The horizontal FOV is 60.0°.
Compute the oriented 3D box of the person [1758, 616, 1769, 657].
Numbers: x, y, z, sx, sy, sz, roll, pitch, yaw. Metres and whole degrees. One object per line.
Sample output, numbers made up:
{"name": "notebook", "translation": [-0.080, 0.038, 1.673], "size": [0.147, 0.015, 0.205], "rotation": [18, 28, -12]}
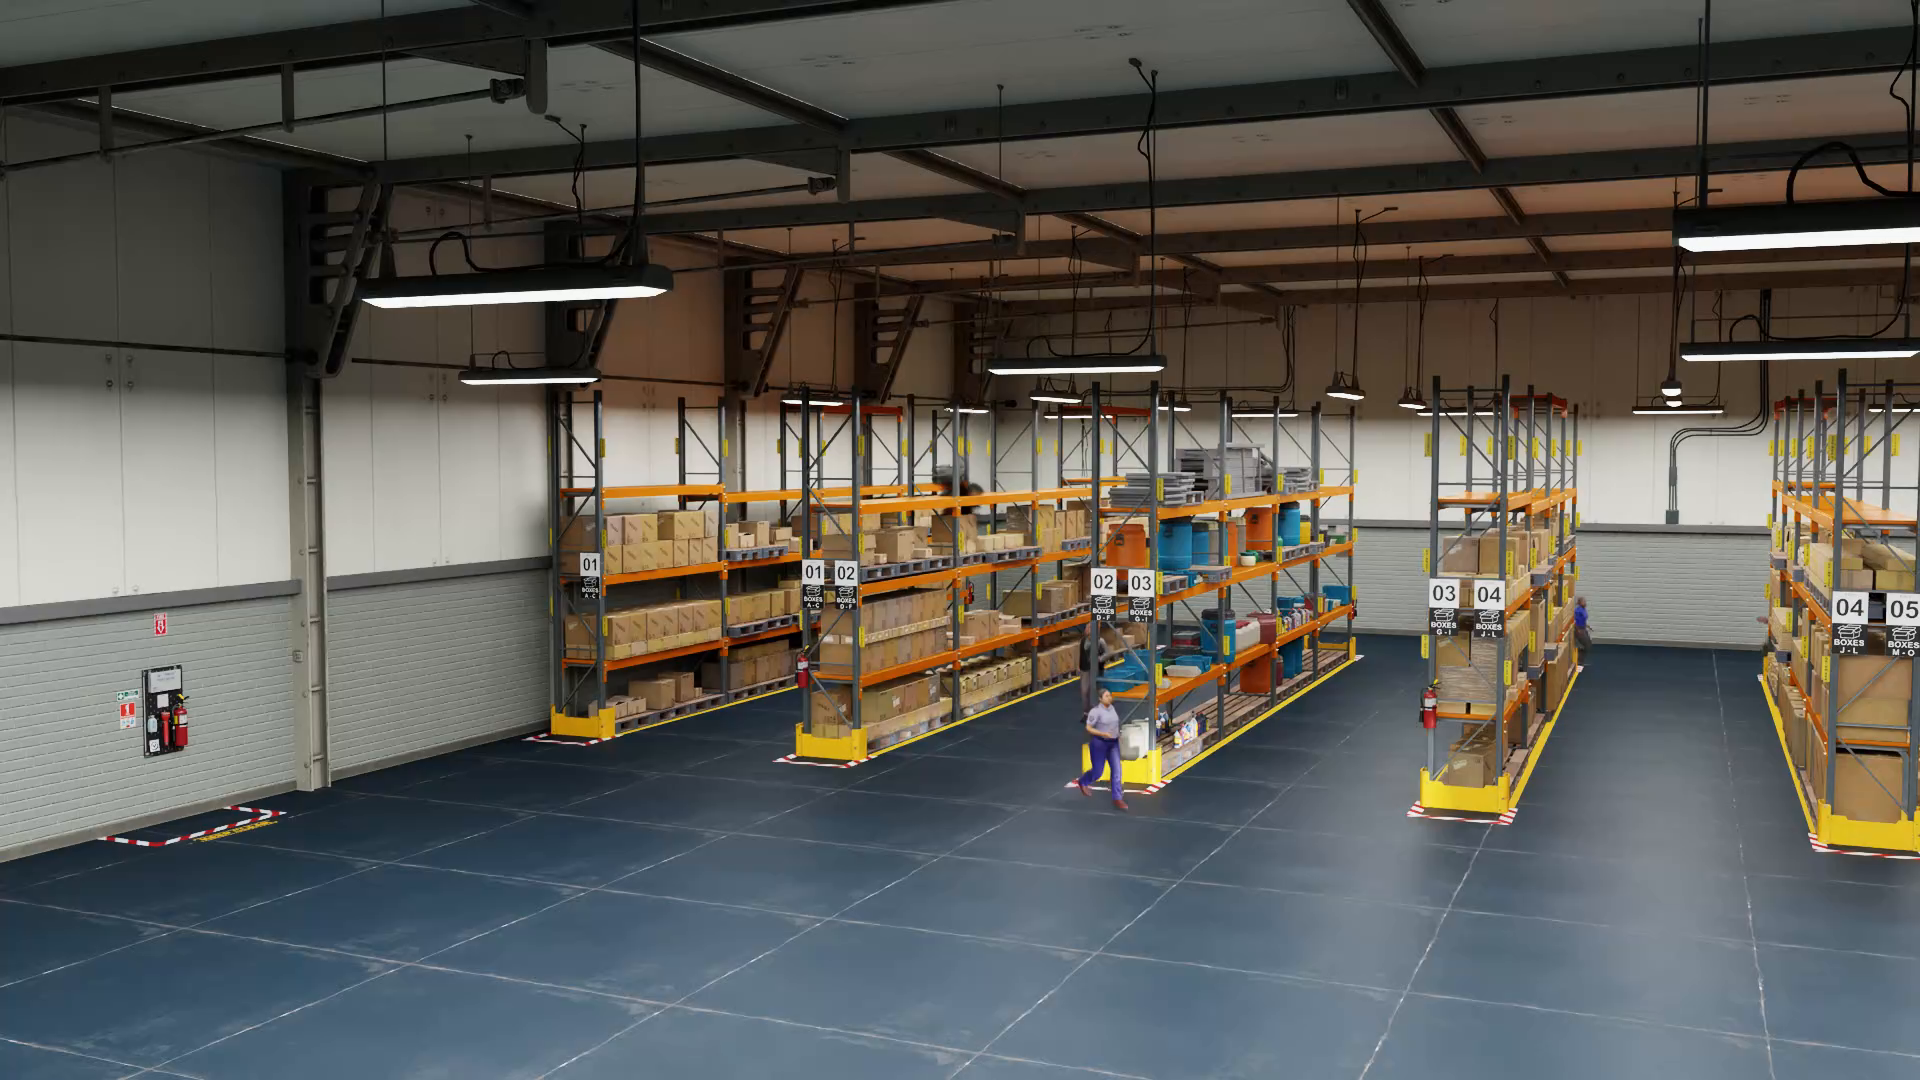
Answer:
{"name": "person", "translation": [18.044, 2.151, 36.649], "size": [0.883, 1.714, 0.733], "rotation": [1, 3, 19]}

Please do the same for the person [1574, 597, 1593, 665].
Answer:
{"name": "person", "translation": [14.254, 2.100, 38.290], "size": [0.525, 1.601, 0.618], "rotation": [3, 4, 39]}

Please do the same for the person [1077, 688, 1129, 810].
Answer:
{"name": "person", "translation": [2.012, 2.893, 23.262], "size": [0.622, 1.645, 0.918], "rotation": [-2, 4, -36]}

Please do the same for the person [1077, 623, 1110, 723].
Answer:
{"name": "person", "translation": [2.296, 2.297, 28.851], "size": [0.656, 1.728, 0.752], "rotation": [2, 4, 31]}
